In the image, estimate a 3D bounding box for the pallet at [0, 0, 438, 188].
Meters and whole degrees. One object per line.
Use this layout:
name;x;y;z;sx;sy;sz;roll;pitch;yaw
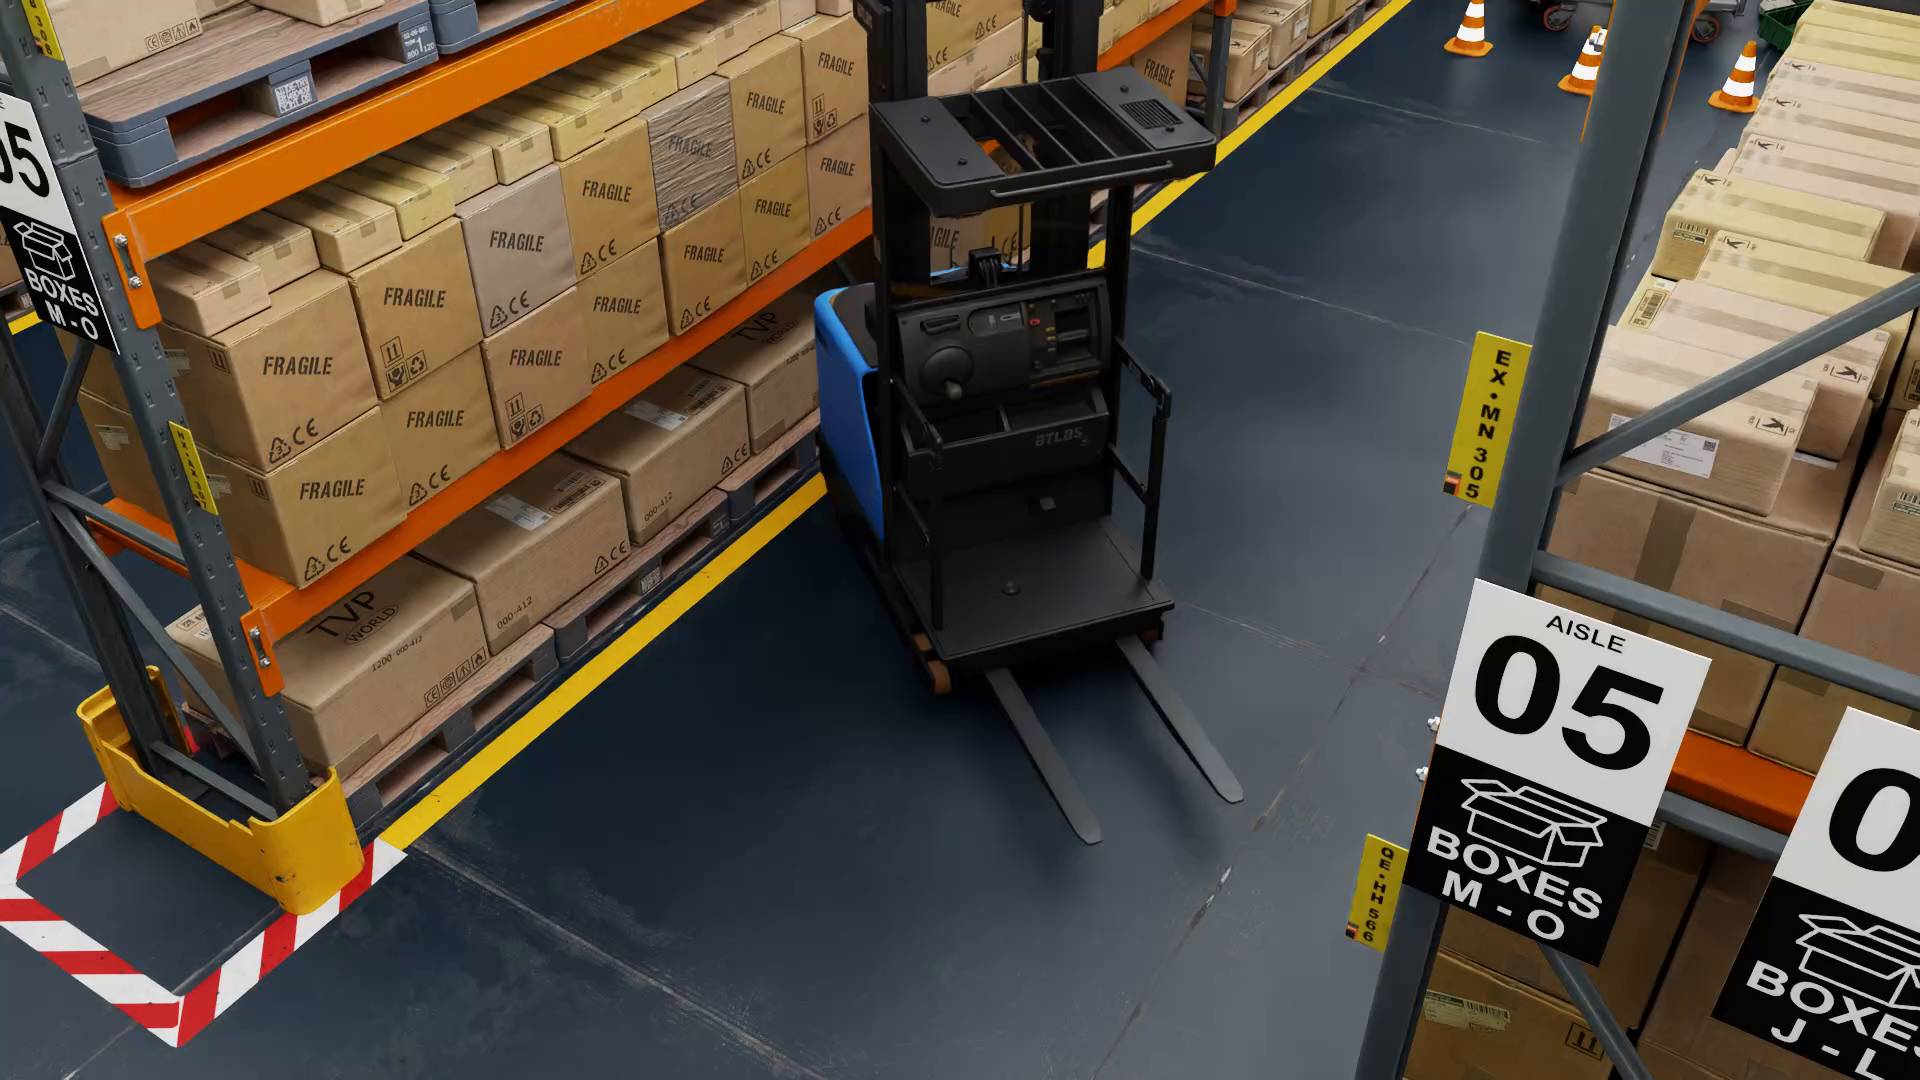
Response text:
pallet;-2.496;-1.573;5.389;1.003;0.211;1.213;21;42;25

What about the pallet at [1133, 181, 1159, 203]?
pallet;0.915;-2.672;11.483;1.003;0.211;1.213;21;42;25

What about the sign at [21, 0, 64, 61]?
sign;-2.419;-1.415;4.331;0.100;0.325;0.005;21;42;25

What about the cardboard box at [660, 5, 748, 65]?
cardboard box;-1.133;-2.164;7.107;0.380;0.149;0.250;21;42;25

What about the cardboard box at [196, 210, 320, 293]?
cardboard box;-2.380;-0.977;5.568;0.380;0.149;0.250;22;43;26

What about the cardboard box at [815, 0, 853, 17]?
cardboard box;-0.638;-2.526;7.577;0.380;0.149;0.250;20;42;24

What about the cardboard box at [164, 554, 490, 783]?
cardboard box;-2.616;0.441;6.915;0.875;0.438;0.875;20;42;24

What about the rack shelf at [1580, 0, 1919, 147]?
rack shelf;2.421;-1.588;3.471;1.077;0.370;4.000;21;42;25

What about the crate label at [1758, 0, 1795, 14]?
crate label;6.784;-4.388;13.770;0.298;0.136;0.250;-5;38;-6

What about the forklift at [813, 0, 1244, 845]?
forklift;0.271;-0.762;6.777;1.130;2.935;3.031;-13;39;-16

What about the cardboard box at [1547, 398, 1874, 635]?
cardboard box;1.381;-0.114;3.137;0.500;0.250;0.500;20;42;24

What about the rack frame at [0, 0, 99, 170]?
rack frame;-2.885;-2.410;3.945;1.000;3.000;0.127;21;42;25

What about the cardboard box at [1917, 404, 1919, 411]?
cardboard box;1.867;-0.170;2.882;0.380;0.149;0.250;23;43;27

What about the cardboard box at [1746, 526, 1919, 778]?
cardboard box;1.806;0.257;3.066;0.500;0.250;0.500;23;43;27

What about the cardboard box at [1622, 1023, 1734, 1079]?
cardboard box;1.823;1.234;3.806;0.500;0.500;0.500;23;43;27

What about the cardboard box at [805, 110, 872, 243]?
cardboard box;-0.774;-1.813;8.003;0.500;0.500;0.500;22;43;26

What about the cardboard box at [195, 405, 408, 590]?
cardboard box;-2.385;-0.227;5.946;0.500;0.500;0.500;21;42;25

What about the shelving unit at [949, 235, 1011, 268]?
shelving unit;0.100;-1.051;8.692;0.252;1.050;0.215;-17;41;-21

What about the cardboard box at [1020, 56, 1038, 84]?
cardboard box;0.281;-2.704;9.362;0.500;0.250;0.500;21;42;25

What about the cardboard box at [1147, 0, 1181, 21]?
cardboard box;1.089;-3.485;10.376;0.500;0.250;0.500;22;43;26

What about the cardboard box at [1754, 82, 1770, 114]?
cardboard box;2.211;-0.898;4.154;0.500;0.250;0.500;19;42;23

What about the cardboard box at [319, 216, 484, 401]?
cardboard box;-2.116;-0.893;5.990;0.500;0.500;0.500;20;42;24

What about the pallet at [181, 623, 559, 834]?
pallet;-2.522;0.633;7.196;1.003;0.211;1.213;21;42;25

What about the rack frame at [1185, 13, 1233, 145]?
rack frame;1.401;-4.158;11.127;1.000;3.000;0.127;21;42;25

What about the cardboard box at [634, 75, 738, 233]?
cardboard box;-1.305;-1.674;7.003;0.500;0.500;0.500;22;43;26

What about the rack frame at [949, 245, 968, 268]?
rack frame;-0.010;-1.017;8.649;0.008;1.050;0.200;-17;41;-21

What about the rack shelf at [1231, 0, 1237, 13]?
rack shelf;2.473;-4.904;12.684;1.077;0.370;4.000;21;42;25

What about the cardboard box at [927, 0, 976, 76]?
cardboard box;-0.263;-2.665;8.288;0.500;0.500;0.500;22;43;26

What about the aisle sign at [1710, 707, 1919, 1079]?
aisle sign;1.563;0.639;2.774;0.394;0.787;0.004;21;42;25

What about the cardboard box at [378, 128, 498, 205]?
cardboard box;-1.922;-1.368;6.075;0.380;0.149;0.250;22;43;26

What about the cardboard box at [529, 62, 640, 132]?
cardboard box;-1.495;-1.756;6.578;0.380;0.149;0.250;21;42;25

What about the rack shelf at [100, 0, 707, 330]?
rack shelf;-1.813;-1.968;6.418;1.077;0.370;4.000;21;42;25

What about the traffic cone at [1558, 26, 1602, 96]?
traffic cone;4.751;-3.642;12.535;0.336;0.463;0.334;21;42;25

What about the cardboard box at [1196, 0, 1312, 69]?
cardboard box;2.101;-3.955;12.671;0.950;0.372;0.625;20;42;24

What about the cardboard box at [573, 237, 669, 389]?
cardboard box;-1.596;-1.017;6.970;0.500;0.500;0.500;23;43;27

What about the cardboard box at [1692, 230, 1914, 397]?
cardboard box;1.631;-0.447;3.242;0.380;0.149;0.250;20;42;24

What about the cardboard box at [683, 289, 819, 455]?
cardboard box;-1.169;-0.959;8.732;0.875;0.438;0.875;21;42;24

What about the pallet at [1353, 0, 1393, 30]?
pallet;3.129;-4.714;14.132;1.003;0.211;1.213;21;42;25

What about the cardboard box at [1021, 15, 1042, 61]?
cardboard box;0.281;-2.899;9.206;0.500;0.250;0.500;22;43;26

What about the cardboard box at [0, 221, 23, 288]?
cardboard box;-5.812;-1.784;9.751;0.500;0.500;0.500;22;43;26

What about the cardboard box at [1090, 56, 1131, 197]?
cardboard box;0.480;-2.696;10.626;0.875;0.875;0.875;22;43;26

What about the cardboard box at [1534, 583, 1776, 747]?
cardboard box;1.369;0.083;3.290;0.500;0.250;0.500;20;42;24

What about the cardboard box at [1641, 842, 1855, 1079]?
cardboard box;1.814;0.835;3.505;0.500;0.500;0.500;21;42;25

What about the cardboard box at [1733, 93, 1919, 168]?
cardboard box;1.992;-0.869;3.790;0.380;0.149;0.250;22;43;26

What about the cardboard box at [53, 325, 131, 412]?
cardboard box;-2.827;-0.796;5.864;0.500;0.500;0.500;23;43;27

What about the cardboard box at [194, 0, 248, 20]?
cardboard box;-2.562;-1.832;5.432;0.380;0.149;0.250;18;41;22
